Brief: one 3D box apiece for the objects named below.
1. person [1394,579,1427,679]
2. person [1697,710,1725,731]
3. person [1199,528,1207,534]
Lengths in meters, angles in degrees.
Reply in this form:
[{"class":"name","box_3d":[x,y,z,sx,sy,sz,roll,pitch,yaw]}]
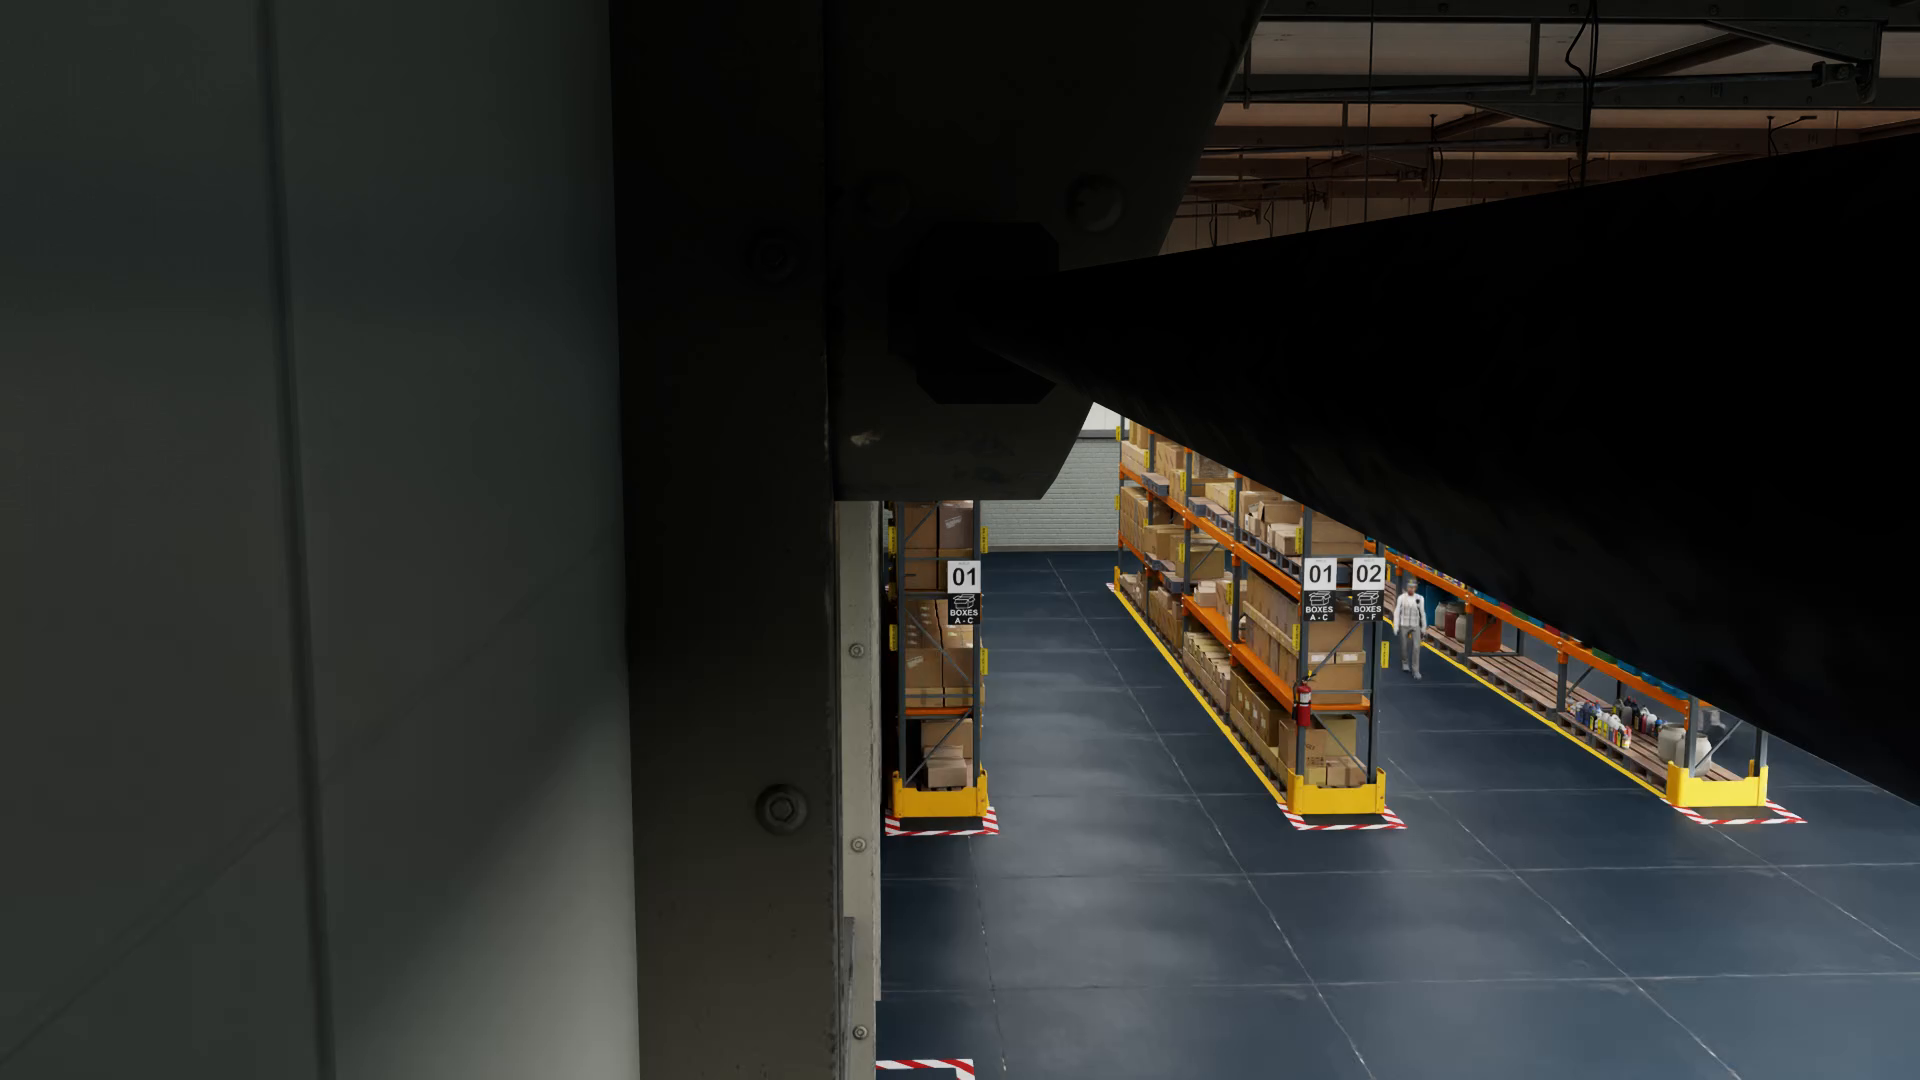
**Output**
[{"class":"person","box_3d":[7.606,1.465,28.101,0.545,1.623,0.965,2,9,15]},{"class":"person","box_3d":[10.972,1.952,24.488,0.595,1.767,0.547,0,8,3]},{"class":"person","box_3d":[5.917,-0.325,40.672,1.075,1.612,0.528,5,10,31]}]
